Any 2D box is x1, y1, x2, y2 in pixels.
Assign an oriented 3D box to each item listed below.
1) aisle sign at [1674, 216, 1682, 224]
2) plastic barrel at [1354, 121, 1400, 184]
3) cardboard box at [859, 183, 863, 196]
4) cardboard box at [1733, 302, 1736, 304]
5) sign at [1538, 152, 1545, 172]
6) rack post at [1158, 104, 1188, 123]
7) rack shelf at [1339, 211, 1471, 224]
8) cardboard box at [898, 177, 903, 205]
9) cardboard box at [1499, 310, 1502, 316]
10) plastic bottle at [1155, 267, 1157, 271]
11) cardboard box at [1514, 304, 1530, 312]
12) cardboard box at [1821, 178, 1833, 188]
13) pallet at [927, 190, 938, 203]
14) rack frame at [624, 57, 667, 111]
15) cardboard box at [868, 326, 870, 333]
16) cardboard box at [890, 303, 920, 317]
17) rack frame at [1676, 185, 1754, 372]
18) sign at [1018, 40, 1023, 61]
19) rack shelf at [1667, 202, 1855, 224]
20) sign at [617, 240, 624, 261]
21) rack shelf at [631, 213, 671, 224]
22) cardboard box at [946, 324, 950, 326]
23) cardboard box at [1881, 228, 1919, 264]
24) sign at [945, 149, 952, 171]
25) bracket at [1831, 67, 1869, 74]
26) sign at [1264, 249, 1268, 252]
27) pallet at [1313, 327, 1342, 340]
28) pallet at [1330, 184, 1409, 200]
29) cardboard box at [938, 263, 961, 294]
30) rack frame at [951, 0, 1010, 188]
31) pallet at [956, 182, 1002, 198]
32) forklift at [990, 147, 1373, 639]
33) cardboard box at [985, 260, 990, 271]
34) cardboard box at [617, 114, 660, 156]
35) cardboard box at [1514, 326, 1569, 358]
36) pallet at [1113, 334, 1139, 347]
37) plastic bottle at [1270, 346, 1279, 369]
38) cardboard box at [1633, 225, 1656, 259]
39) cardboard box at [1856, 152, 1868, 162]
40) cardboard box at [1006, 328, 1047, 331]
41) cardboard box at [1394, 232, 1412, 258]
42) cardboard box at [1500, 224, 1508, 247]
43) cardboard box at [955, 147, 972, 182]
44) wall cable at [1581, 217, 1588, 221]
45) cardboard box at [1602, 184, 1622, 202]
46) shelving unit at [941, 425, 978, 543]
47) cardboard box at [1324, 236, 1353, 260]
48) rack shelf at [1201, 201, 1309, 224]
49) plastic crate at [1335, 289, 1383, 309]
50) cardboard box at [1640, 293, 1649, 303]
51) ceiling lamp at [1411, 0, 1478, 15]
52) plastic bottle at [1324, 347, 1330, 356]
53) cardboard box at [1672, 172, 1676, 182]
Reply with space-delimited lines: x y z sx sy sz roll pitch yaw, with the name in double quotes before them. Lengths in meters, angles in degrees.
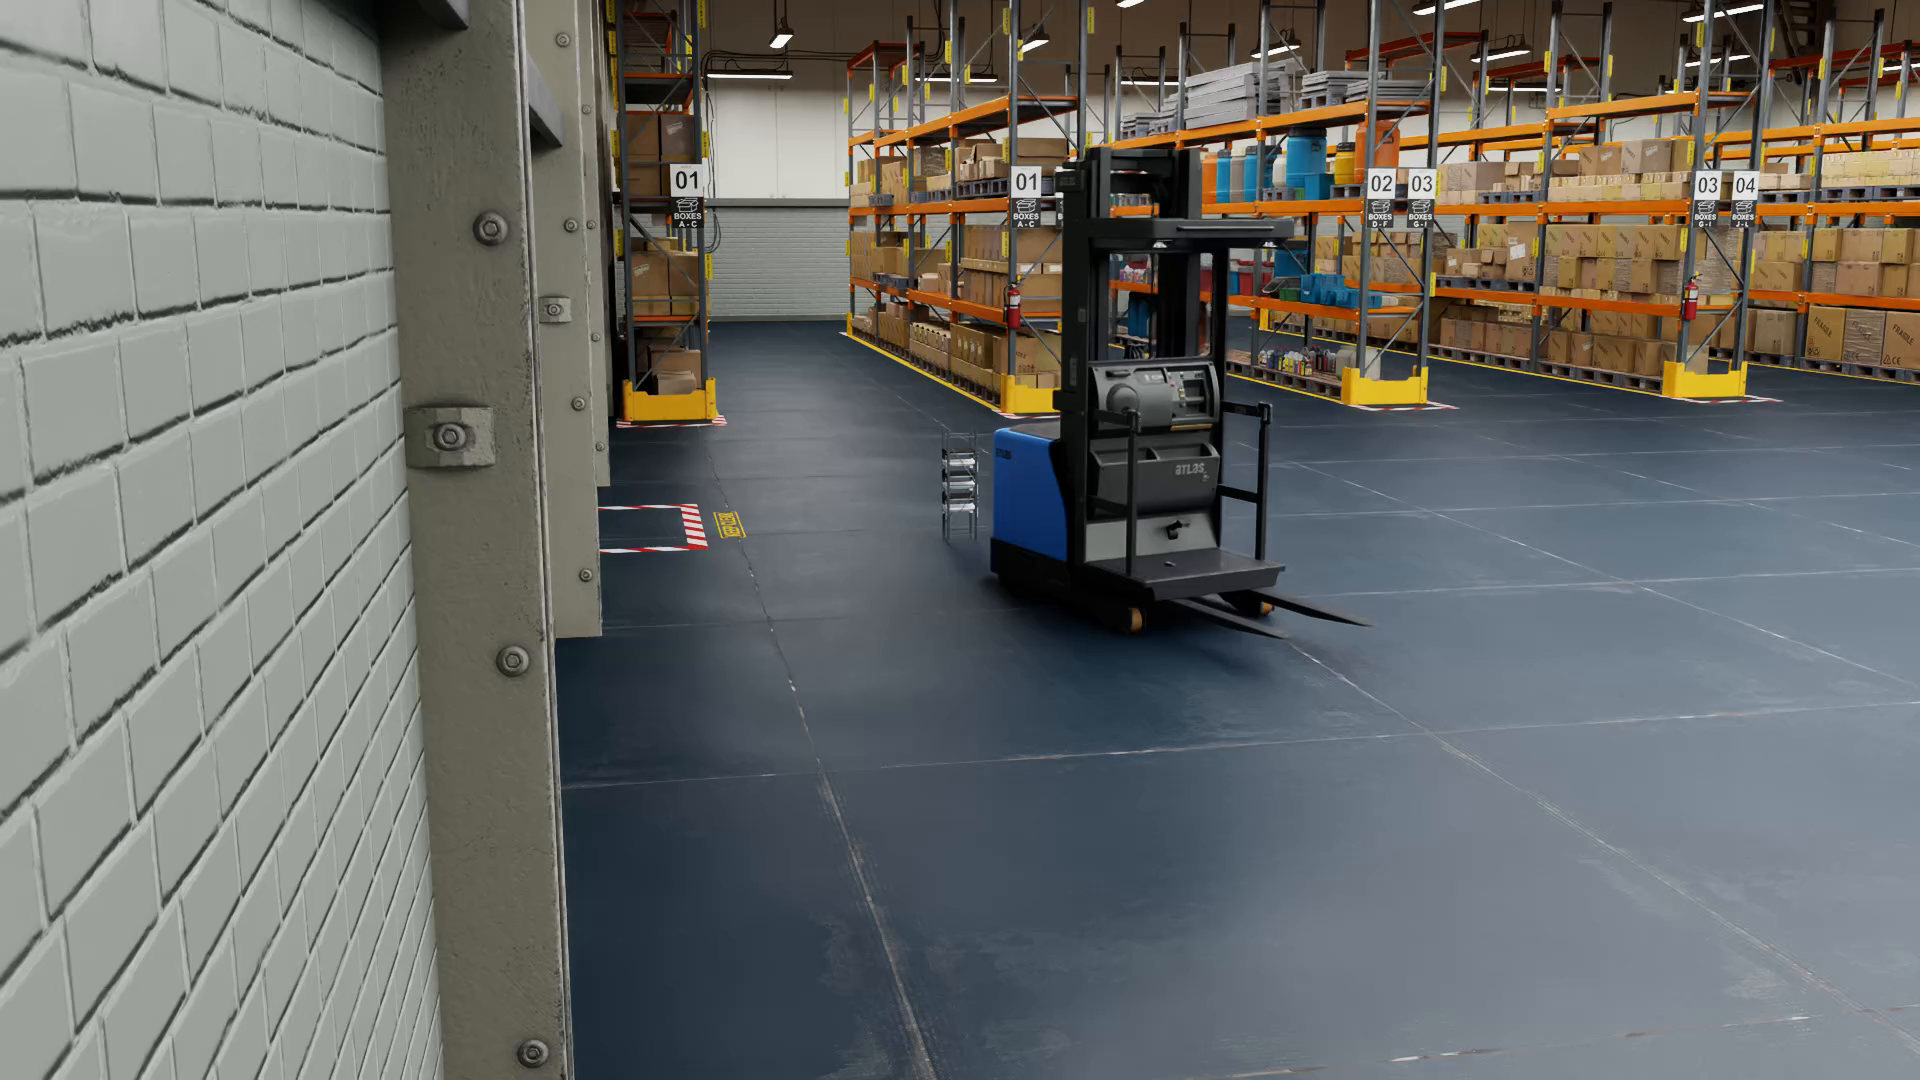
"aisle sign" 17.753 -8.161 41.097 0.394 0.787 0.004 -2 11 -11
"plastic barrel" 5.777 -5.359 23.038 0.600 0.830 0.708 -2 11 -11
"cardboard box" -1.844 -7.406 35.124 0.500 0.250 0.500 -2 11 -11
"cardboard box" 18.050 -5.356 39.045 0.875 0.438 0.875 -2 11 -13
"sign" 9.533 -6.198 27.279 0.100 0.325 0.005 -2 11 -11
"rack post" 4.259 -7.893 30.799 0.954 0.300 0.937 -2 11 -11
"rack shelf" 8.909 -6.518 33.323 1.077 0.370 4.000 -2 11 -11
"cardboard box" -0.636 -6.367 30.335 0.910 0.500 0.500 -2 11 -11
"cardboard box" 12.698 -5.317 38.814 0.380 0.149 0.250 -3 11 -14
"plastic bottle" 4.020 -5.399 33.671 0.144 0.351 0.185 -2 11 -11
"cardboard box" 12.820 -5.268 37.764 0.380 0.149 0.250 -3 11 -14
"cardboard box" 14.699 -5.986 27.883 0.380 0.149 0.250 -2 11 -12
"pallet" 0.021 -5.726 27.743 1.003 0.211 1.213 -2 11 -8
"rack frame" -6.834 -8.905 35.917 1.000 3.000 0.127 -2 11 -11
"cardboard box" -1.718 -4.382 34.644 0.380 0.149 0.250 -2 11 -11
"cardboard box" -1.050 -4.389 31.737 0.500 0.250 0.500 -2 11 -12
"rack frame" 10.854 -3.564 23.900 1.000 3.000 0.127 -2 11 -11
"sign" 0.908 -7.438 25.285 0.100 0.325 0.005 -2 11 -11
"rack shelf" 14.572 -5.947 30.319 1.077 0.370 4.000 -2 11 -11
"sign" -5.044 -4.305 24.697 0.100 0.325 0.005 -2 11 -11
"rack shelf" -6.445 -6.712 34.338 1.077 0.370 4.000 -2 11 -11
"cardboard box" 0.032 -3.621 28.928 0.500 0.311 0.500 -2 11 -12
"cardboard box" 15.301 -4.697 26.564 0.875 0.550 0.500 -2 11 -11
"sign" -0.172 -5.799 25.394 0.100 0.325 0.005 -2 11 -11
"bracket" 22.928 -11.718 41.069 0.076 0.066 4.783 -2 11 -11
"sign" 7.197 -6.944 39.129 0.100 0.325 0.005 -2 11 -11
"pallet" 8.449 -4.537 36.472 1.003 0.211 1.213 -2 11 -11
"pallet" 5.931 -4.920 23.507 1.003 0.211 1.213 -2 11 -11
"cardboard box" -0.077 -4.414 28.097 0.500 0.500 0.500 -3 11 -14
"rack frame" 0.359 -6.885 25.304 1.000 3.000 0.127 -2 11 -11
"pallet" 0.550 -5.213 24.776 1.003 0.211 1.213 -2 11 -11
"forklift" 1.353 -0.961 10.406 1.130 2.935 3.031 -6 12 -28
"cardboard box" 0.572 -3.920 23.767 0.380 0.149 0.250 -2 11 -12
"cardboard box" -4.062 -5.117 21.041 0.500 0.500 0.500 -2 11 -8
"cardboard box" 9.978 -3.399 28.543 0.700 0.500 0.500 -3 11 -15
"pallet" 3.771 -4.072 34.026 1.003 0.211 1.213 -2 11 -11
"plastic bottle" 4.968 -2.869 26.157 0.144 0.351 0.185 -2 11 -9
"cardboard box" 10.402 -4.434 24.733 0.500 0.500 0.500 -2 11 -11
"cardboard box" 14.848 -6.238 27.075 0.380 0.149 0.250 -2 11 -12
"cardboard box" 0.961 -2.810 24.164 0.500 0.500 0.500 -2 11 -11
"cardboard box" 9.048 -5.828 32.842 0.797 0.503 0.637 -2 11 -10
"cardboard box" 12.741 -6.973 38.073 0.500 0.500 0.500 -2 11 -13
"cardboard box" 0.198 -5.634 24.987 0.500 0.500 0.500 -1 11 -6
"wall cable" 17.733 -8.445 46.827 0.588 1.984 0.122 -2 11 -11
"cardboard box" 10.217 -5.321 25.509 0.500 0.250 0.500 -2 11 -12
"shelving unit" -0.002 -0.444 13.120 0.258 0.900 0.210 -2 11 -11
"cardboard box" 8.169 -6.280 35.771 0.500 0.500 0.500 -2 11 -9
"rack shelf" 4.829 -5.605 28.522 1.077 0.370 4.000 -2 11 -11
"plastic crate" 5.605 -3.392 23.393 0.499 0.251 0.616 -2 11 -11
"cardboard box" 10.416 -3.622 24.875 0.380 0.149 0.250 -2 11 -11
"ceiling lamp" 7.990 -10.009 26.106 0.800 3.185 2.000 -2 11 -11
"plastic bottle" 5.726 -2.830 25.953 0.144 0.351 0.185 -2 11 -11
"cardboard box" 10.559 -5.251 24.077 0.380 0.149 0.250 -2 11 -13
